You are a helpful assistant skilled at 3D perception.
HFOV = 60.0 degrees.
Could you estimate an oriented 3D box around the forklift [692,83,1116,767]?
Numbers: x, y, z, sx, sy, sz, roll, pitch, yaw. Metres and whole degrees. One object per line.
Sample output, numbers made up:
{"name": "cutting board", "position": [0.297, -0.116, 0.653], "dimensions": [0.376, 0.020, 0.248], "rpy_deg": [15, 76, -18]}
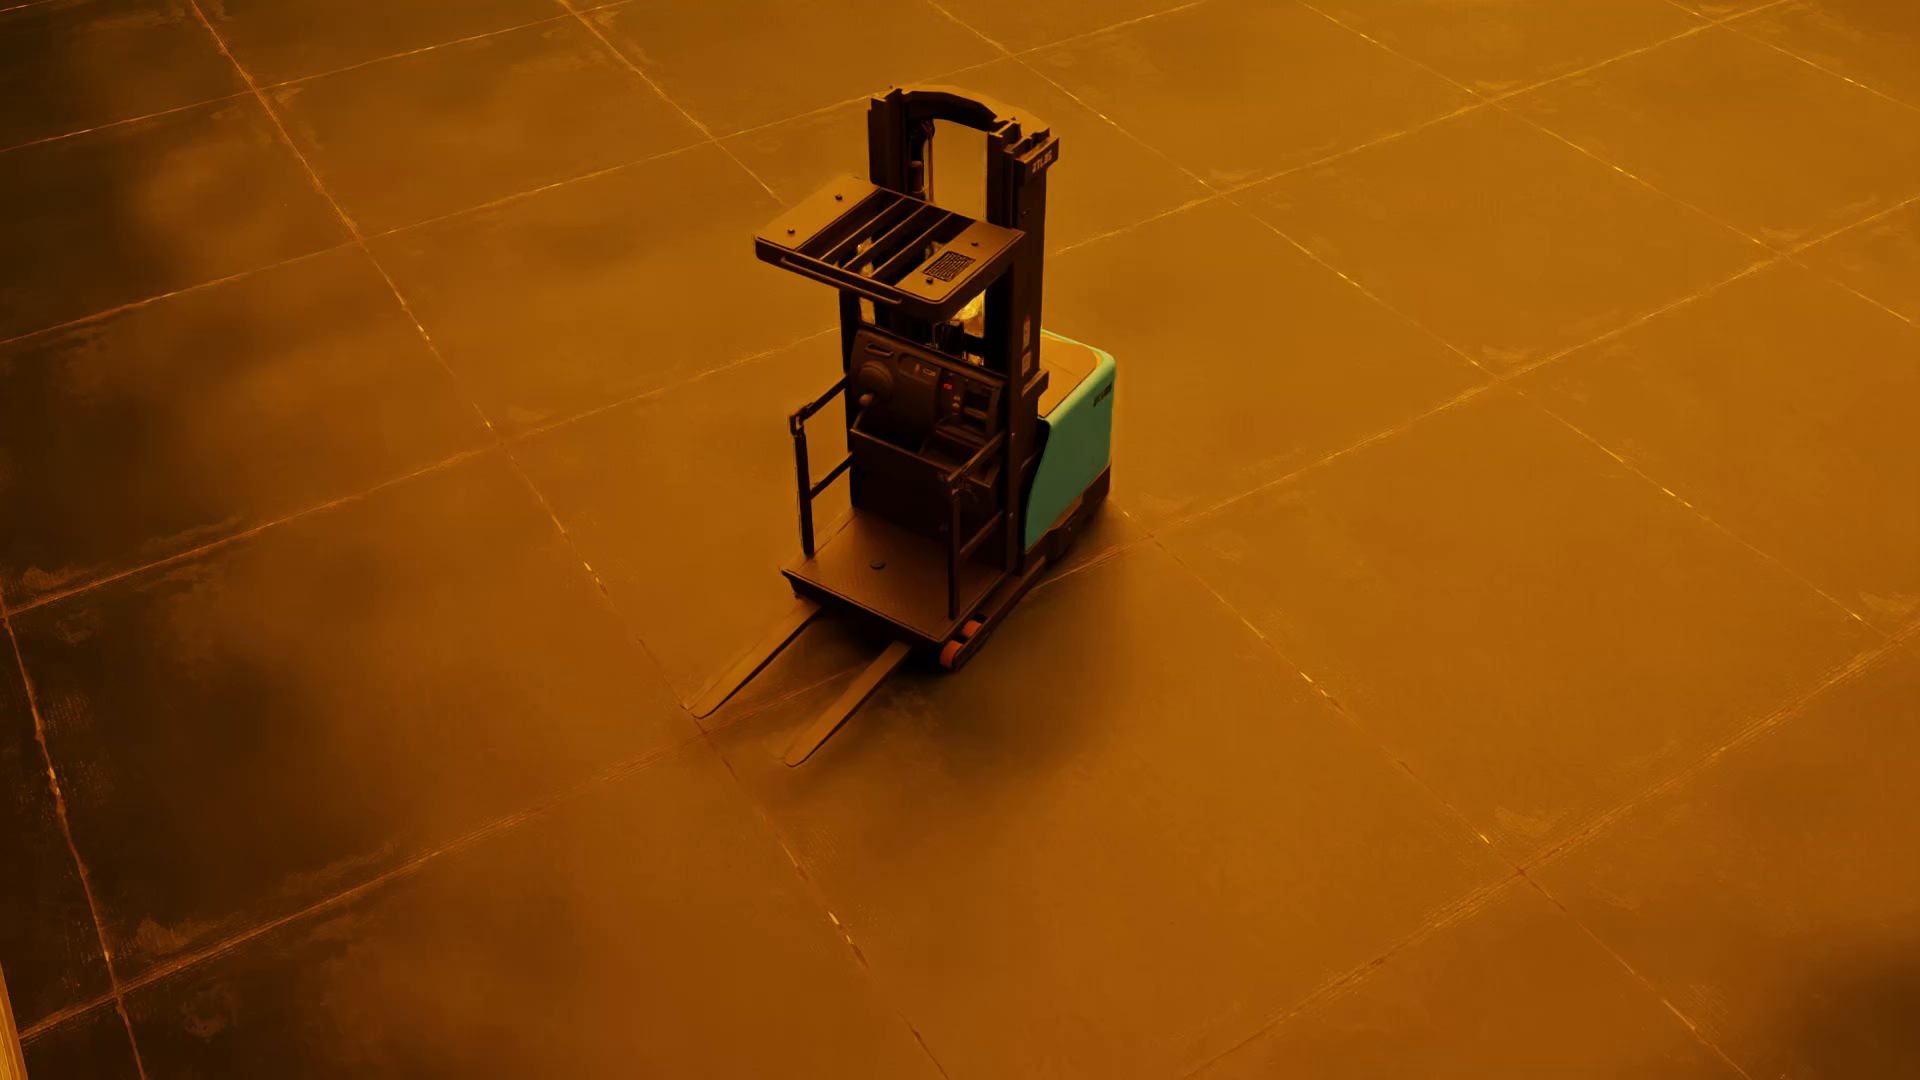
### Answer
{"name": "forklift", "position": [-0.302, -0.736, 8.713], "dimensions": [1.130, 2.935, 3.031], "rpy_deg": [23, 46, 24]}

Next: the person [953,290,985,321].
{"name": "person", "position": [0.016, -1.126, 10.344], "dimensions": [0.611, 1.437, 0.891], "rpy_deg": [-20, 45, -21]}
